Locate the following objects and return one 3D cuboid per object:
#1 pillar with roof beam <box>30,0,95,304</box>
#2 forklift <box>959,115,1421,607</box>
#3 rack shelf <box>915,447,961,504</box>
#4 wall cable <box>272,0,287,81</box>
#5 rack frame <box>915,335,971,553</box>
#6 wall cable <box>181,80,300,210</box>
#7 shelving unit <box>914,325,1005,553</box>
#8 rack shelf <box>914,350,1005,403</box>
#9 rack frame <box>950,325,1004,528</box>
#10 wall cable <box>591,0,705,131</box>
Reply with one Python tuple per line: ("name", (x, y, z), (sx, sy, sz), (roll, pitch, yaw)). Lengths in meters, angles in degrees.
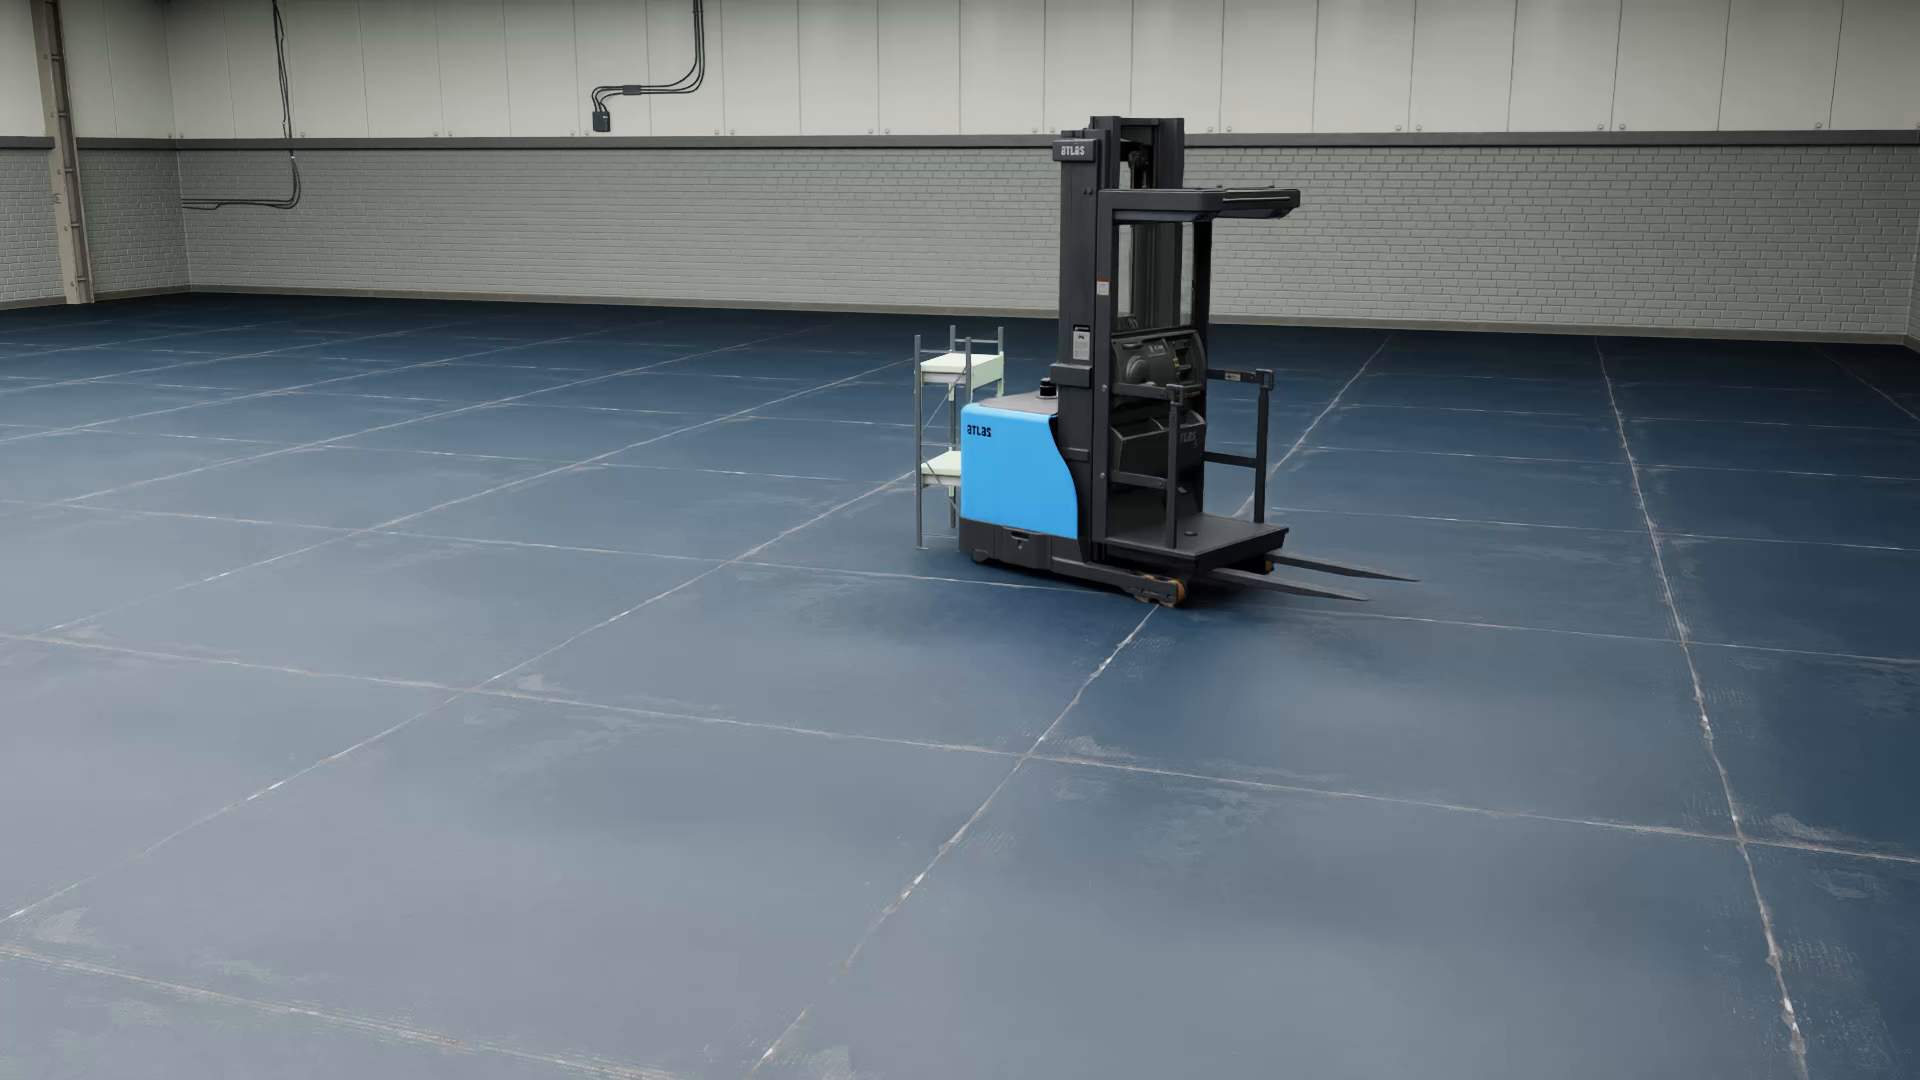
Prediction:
("pillar with roof beam", (-12.808, -8.624, 29.549), (9.100, 9.000, 0.400), (4, 14, 18))
("forklift", (1.423, -1.150, 10.438), (3.031, 2.935, 1.130), (11, 17, 41))
("rack shelf", (0.002, -0.415, 11.900), (0.431, 0.370, 0.720), (4, 14, 18))
("wall cable", (-12.117, -10.213, 32.138), (3.097, 2.526, 0.112), (4, 14, 18))
("rack frame", (-0.116, -0.656, 11.490), (0.400, 1.500, 0.023), (4, 14, 18))
("wall cable", (-14.677, -7.945, 33.553), (3.097, 2.526, 0.112), (4, 14, 18))
("shelving unit", (0.002, -0.733, 11.827), (0.431, 1.500, 0.755), (4, 14, 18))
("rack shelf", (0.002, -1.113, 11.740), (0.431, 0.370, 0.720), (4, 14, 18))
("rack frame", (0.121, -0.810, 12.165), (0.400, 1.500, 0.023), (4, 14, 18))
("wall cable", (-5.699, -10.430, 29.820), (2.305, 6.003, 0.169), (4, 14, 18))
